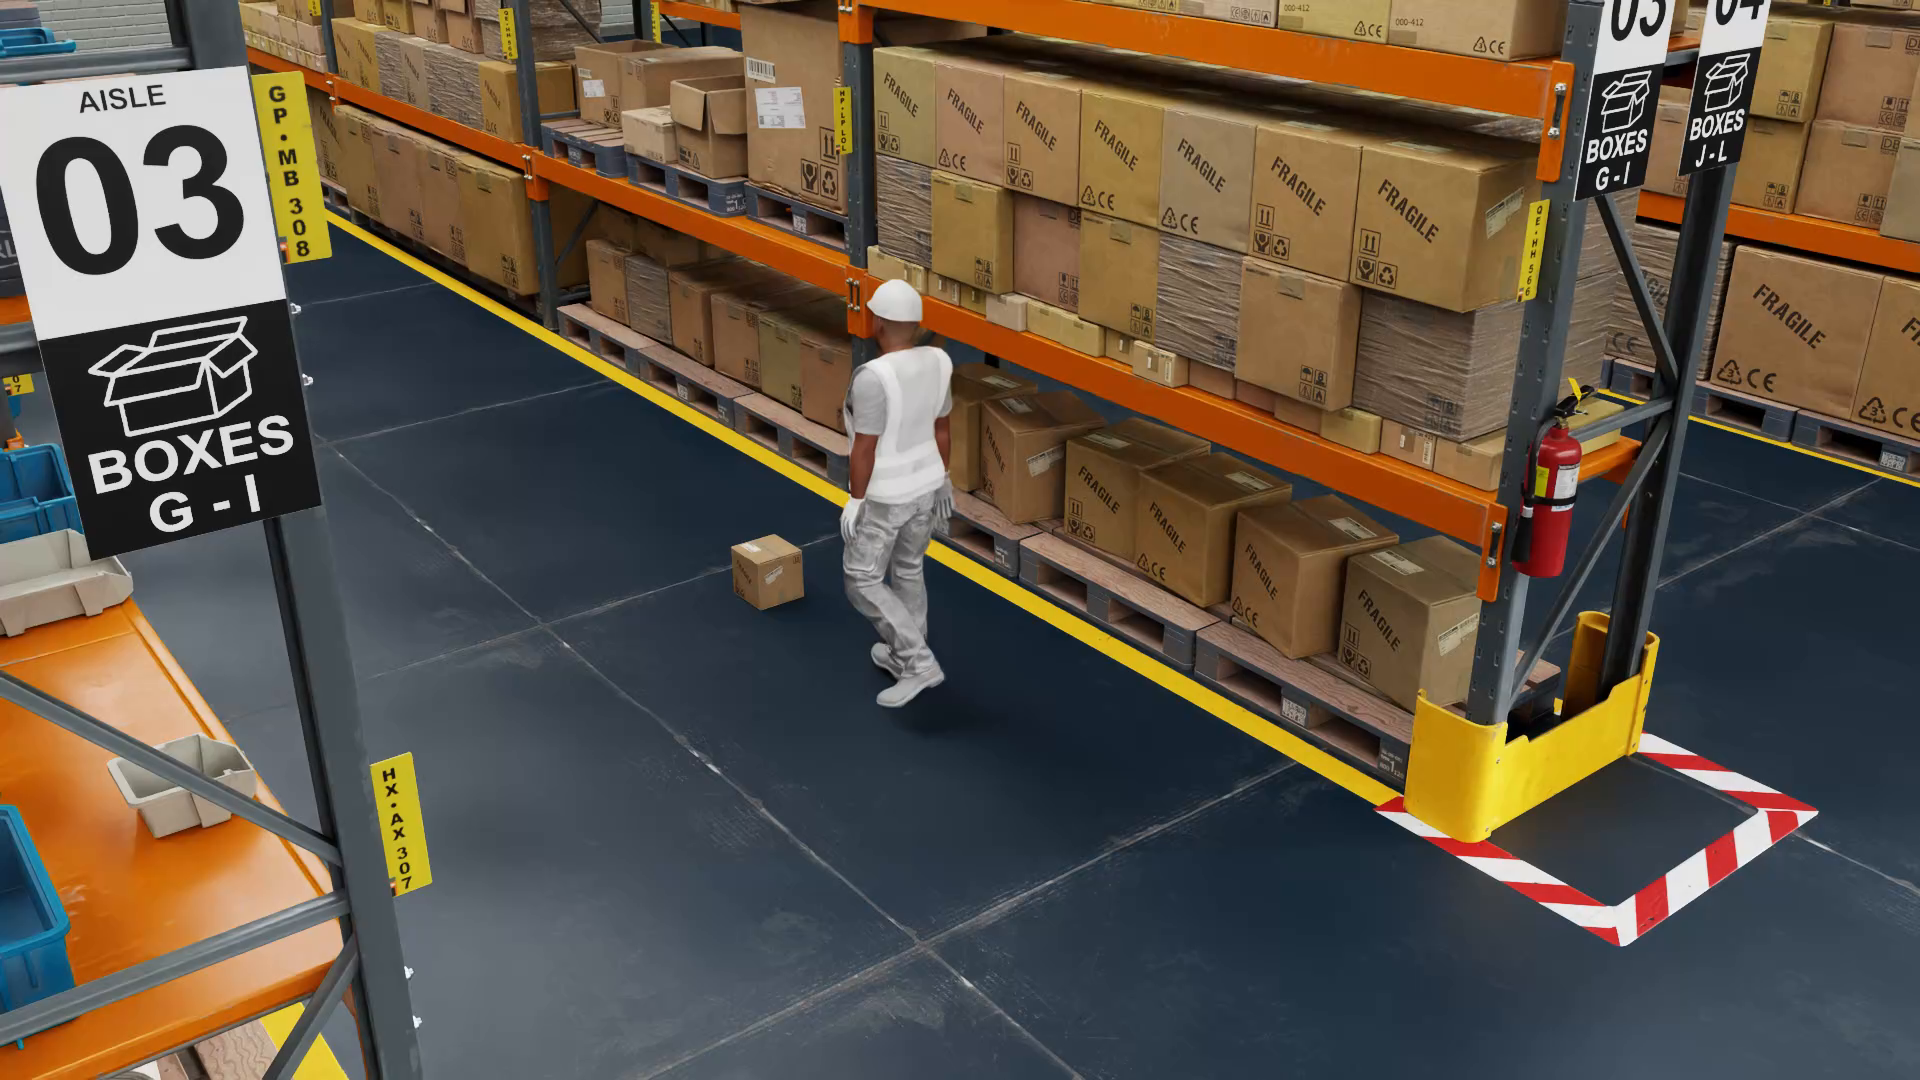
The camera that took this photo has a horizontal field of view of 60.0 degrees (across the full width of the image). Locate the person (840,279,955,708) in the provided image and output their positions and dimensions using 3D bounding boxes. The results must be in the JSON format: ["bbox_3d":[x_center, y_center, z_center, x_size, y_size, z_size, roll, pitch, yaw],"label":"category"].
[{"bbox_3d":[-0.226,-0.179,6.935,0.593,1.780,0.626,19,31,36],"label":"person"}]
